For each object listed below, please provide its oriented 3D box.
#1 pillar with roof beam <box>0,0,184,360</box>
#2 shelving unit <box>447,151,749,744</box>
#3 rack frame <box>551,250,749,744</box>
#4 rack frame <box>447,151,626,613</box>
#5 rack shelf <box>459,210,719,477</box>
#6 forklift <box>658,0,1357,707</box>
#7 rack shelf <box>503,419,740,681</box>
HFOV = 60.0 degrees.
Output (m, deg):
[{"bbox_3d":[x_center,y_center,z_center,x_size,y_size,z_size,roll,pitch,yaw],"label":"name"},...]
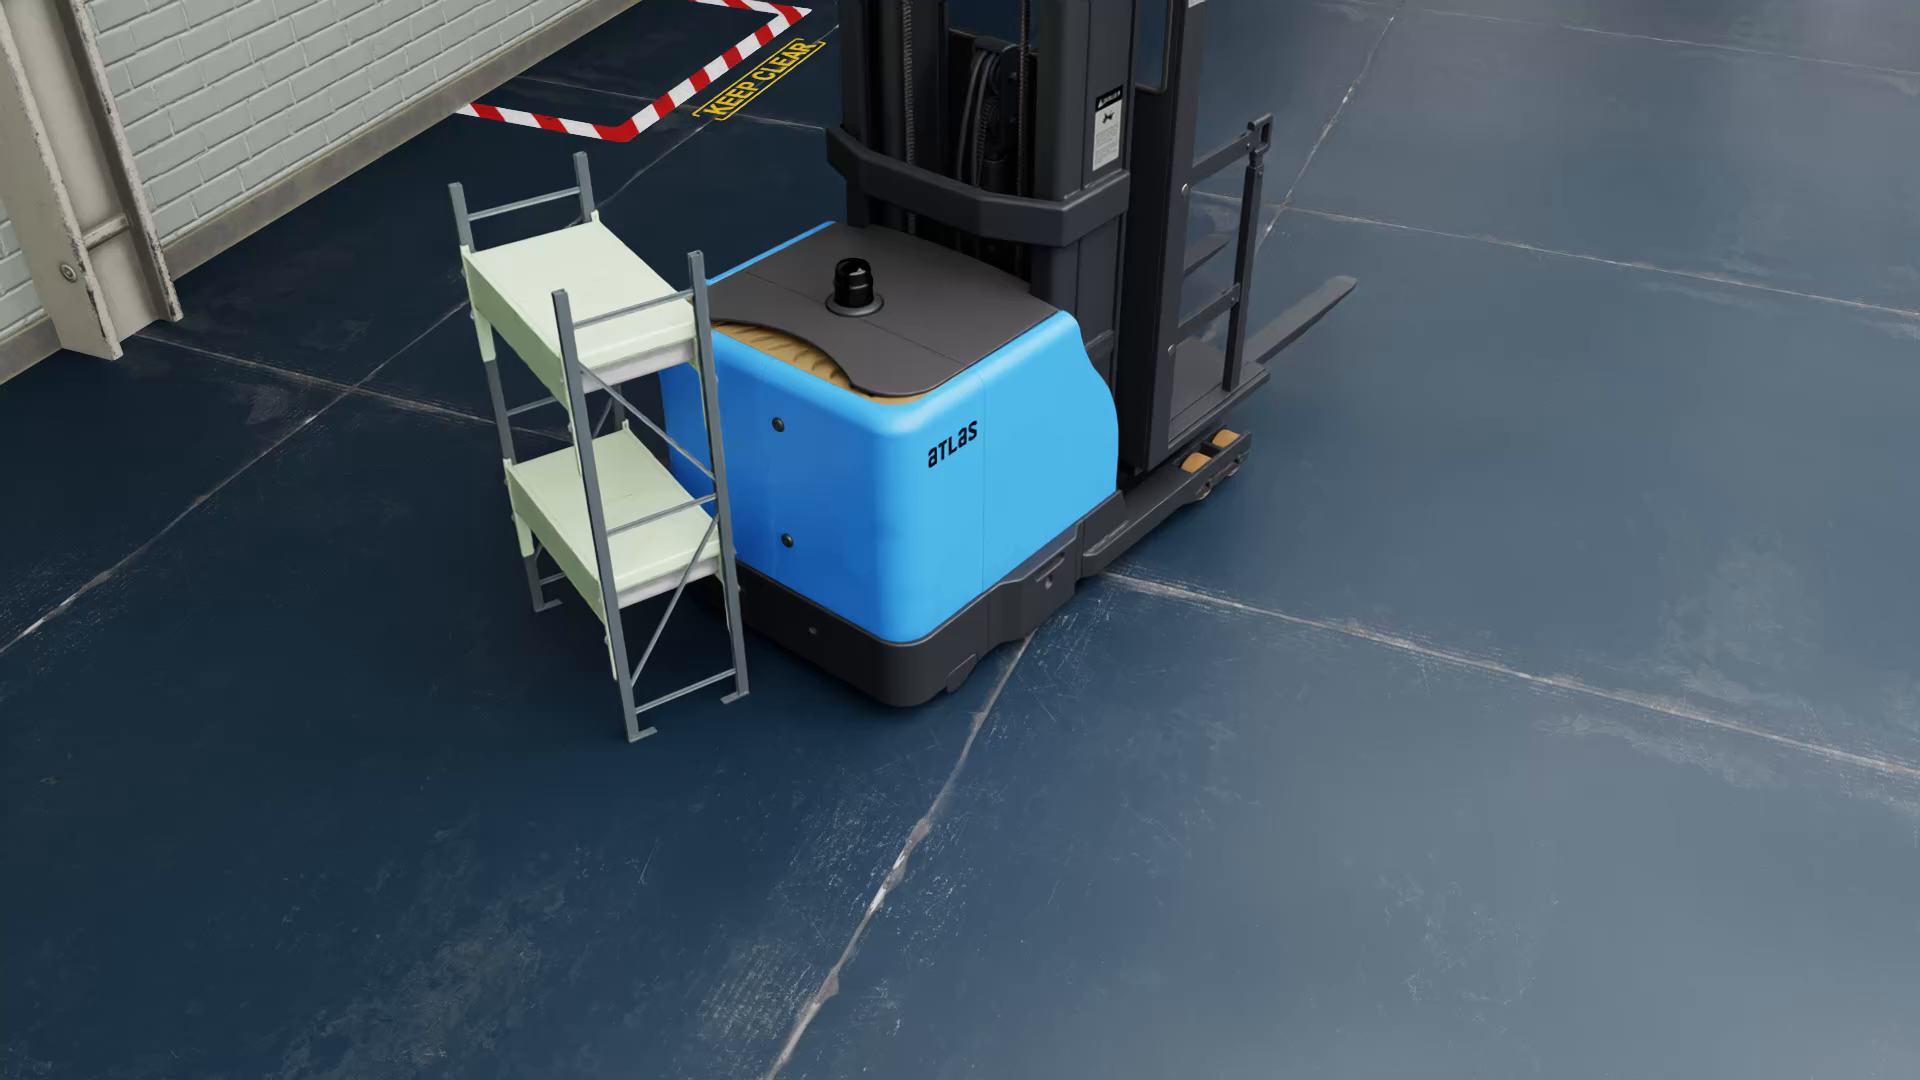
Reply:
[{"bbox_3d":[0.494,-3.494,2.908,9.100,9.000,0.400,14,39,18],"label":"pillar with roof beam"},{"bbox_3d":[-1.025,-0.249,4.829,0.431,1.500,0.755,-22,42,-26],"label":"shelving unit"},{"bbox_3d":[-0.823,-0.066,4.585,0.400,1.500,0.023,-22,42,-26],"label":"rack frame"},{"bbox_3d":[-1.227,-0.432,5.074,0.400,1.500,0.023,-22,42,-26],"label":"rack frame"},{"bbox_3d":[-1.026,-0.561,4.595,0.431,0.370,0.720,-22,42,-26],"label":"rack shelf"},{"bbox_3d":[0.405,-1.490,5.295,1.130,2.935,3.031,26,44,31],"label":"forklift"},{"bbox_3d":[-1.024,0.012,5.025,0.431,0.370,0.720,-22,42,-26],"label":"rack shelf"}]
